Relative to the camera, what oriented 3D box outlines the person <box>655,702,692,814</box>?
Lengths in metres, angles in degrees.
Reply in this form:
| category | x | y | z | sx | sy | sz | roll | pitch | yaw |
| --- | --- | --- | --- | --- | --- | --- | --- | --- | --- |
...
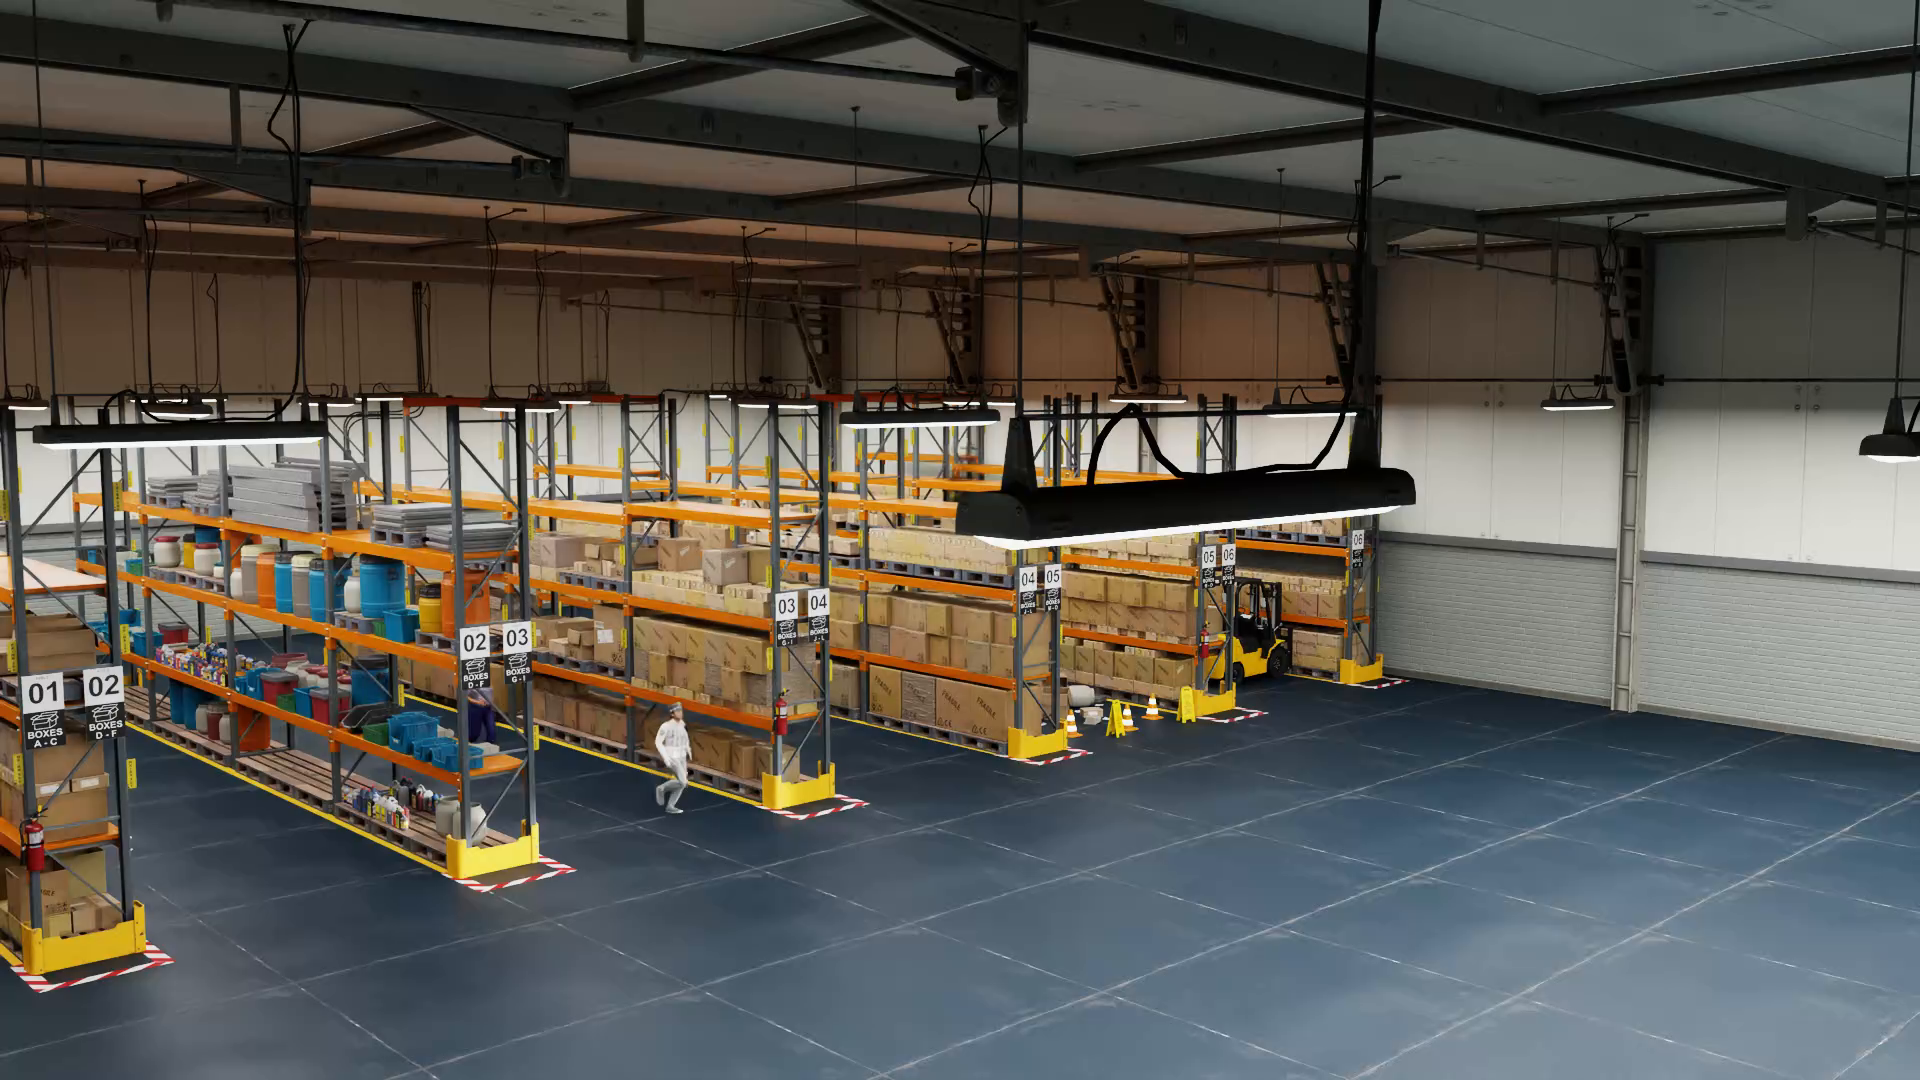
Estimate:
| category | x | y | z | sx | sy | sz | roll | pitch | yaw |
| --- | --- | --- | --- | --- | --- | --- | --- | --- | --- |
| person | -4.129 | 3.170 | 24.324 | 0.505 | 1.621 | 0.618 | 3 | 6 | 32 |

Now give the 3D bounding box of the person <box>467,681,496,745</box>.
| category | x | y | z | sx | sy | sz | roll | pitch | yaw |
| --- | --- | --- | --- | --- | --- | --- | --- | --- | --- |
| person | -7.907 | 2.847 | 27.446 | 0.827 | 1.645 | 0.617 | 5 | 7 | 40 |
